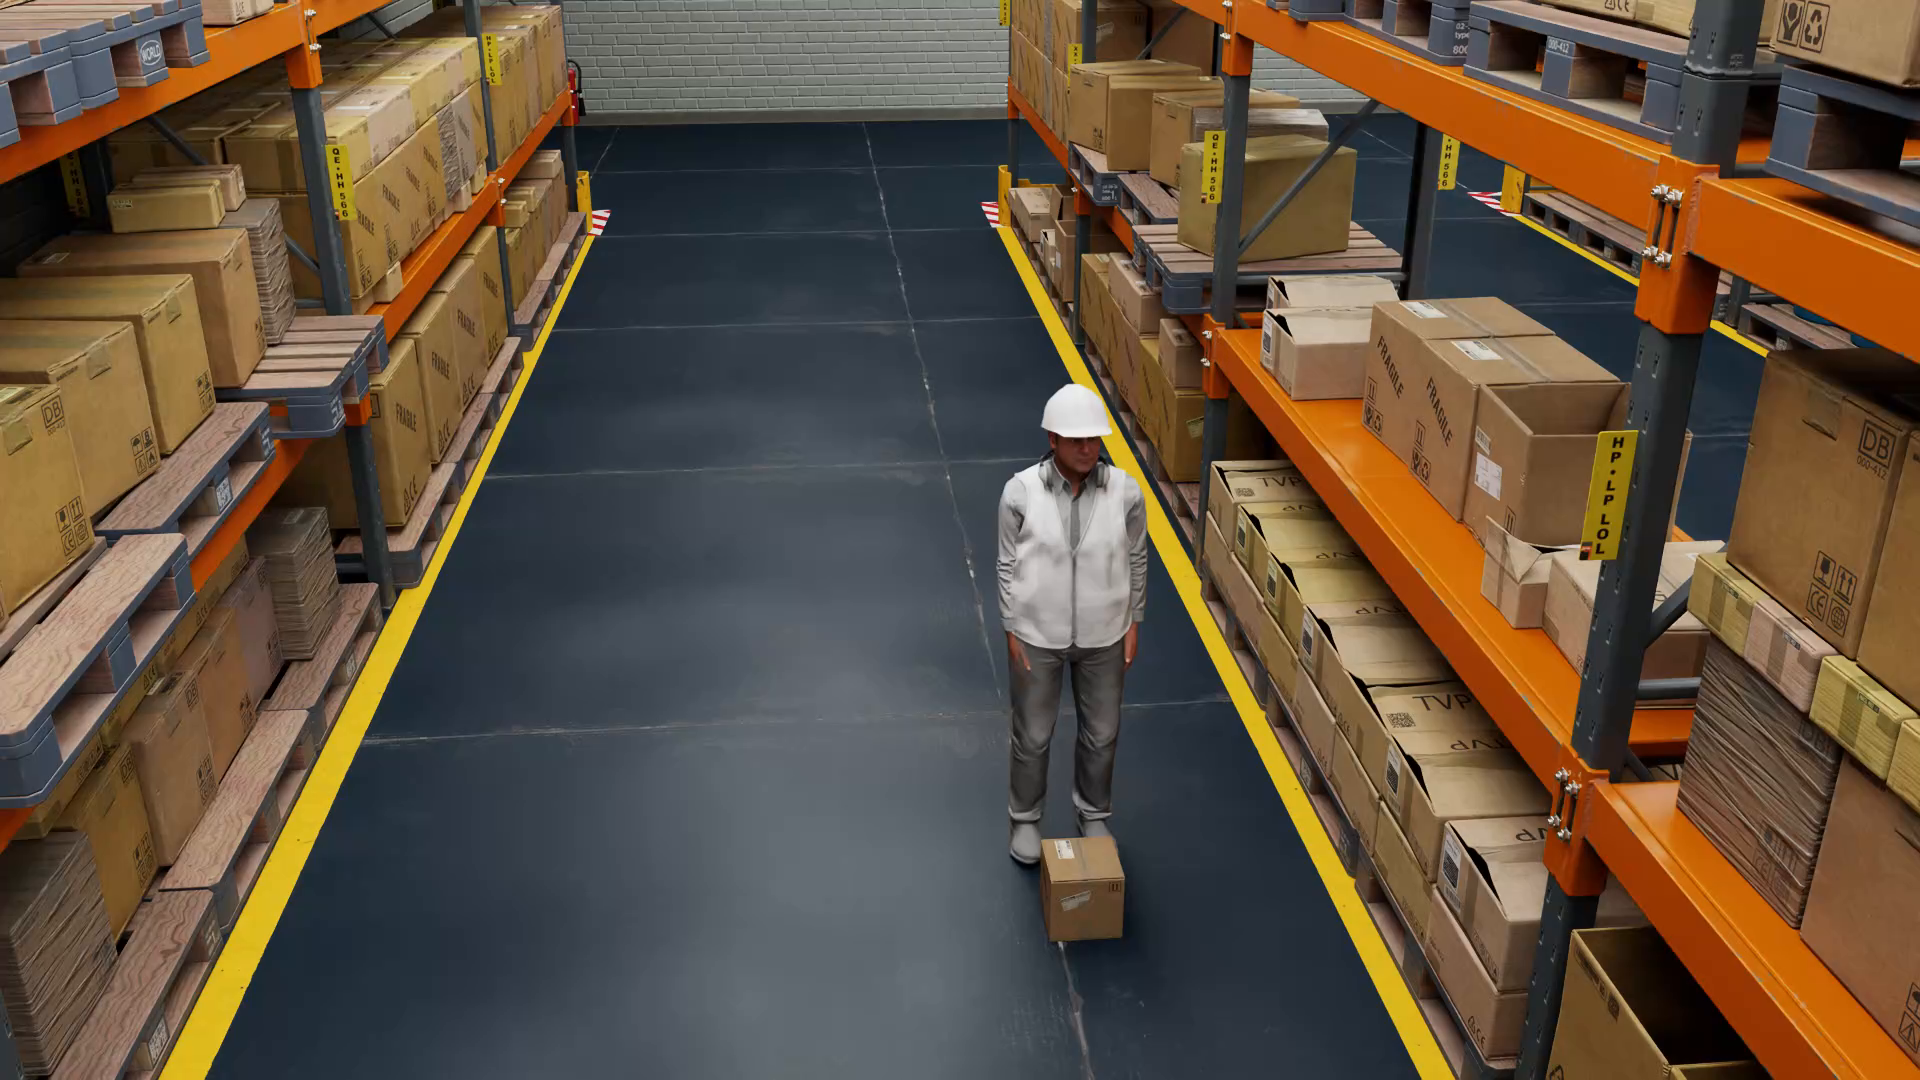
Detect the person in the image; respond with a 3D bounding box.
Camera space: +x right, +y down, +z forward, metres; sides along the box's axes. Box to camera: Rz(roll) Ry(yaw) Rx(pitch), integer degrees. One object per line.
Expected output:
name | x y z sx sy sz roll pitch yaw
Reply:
person | 0.394 0.316 5.855 0.532 1.775 0.358 -2 24 -4
